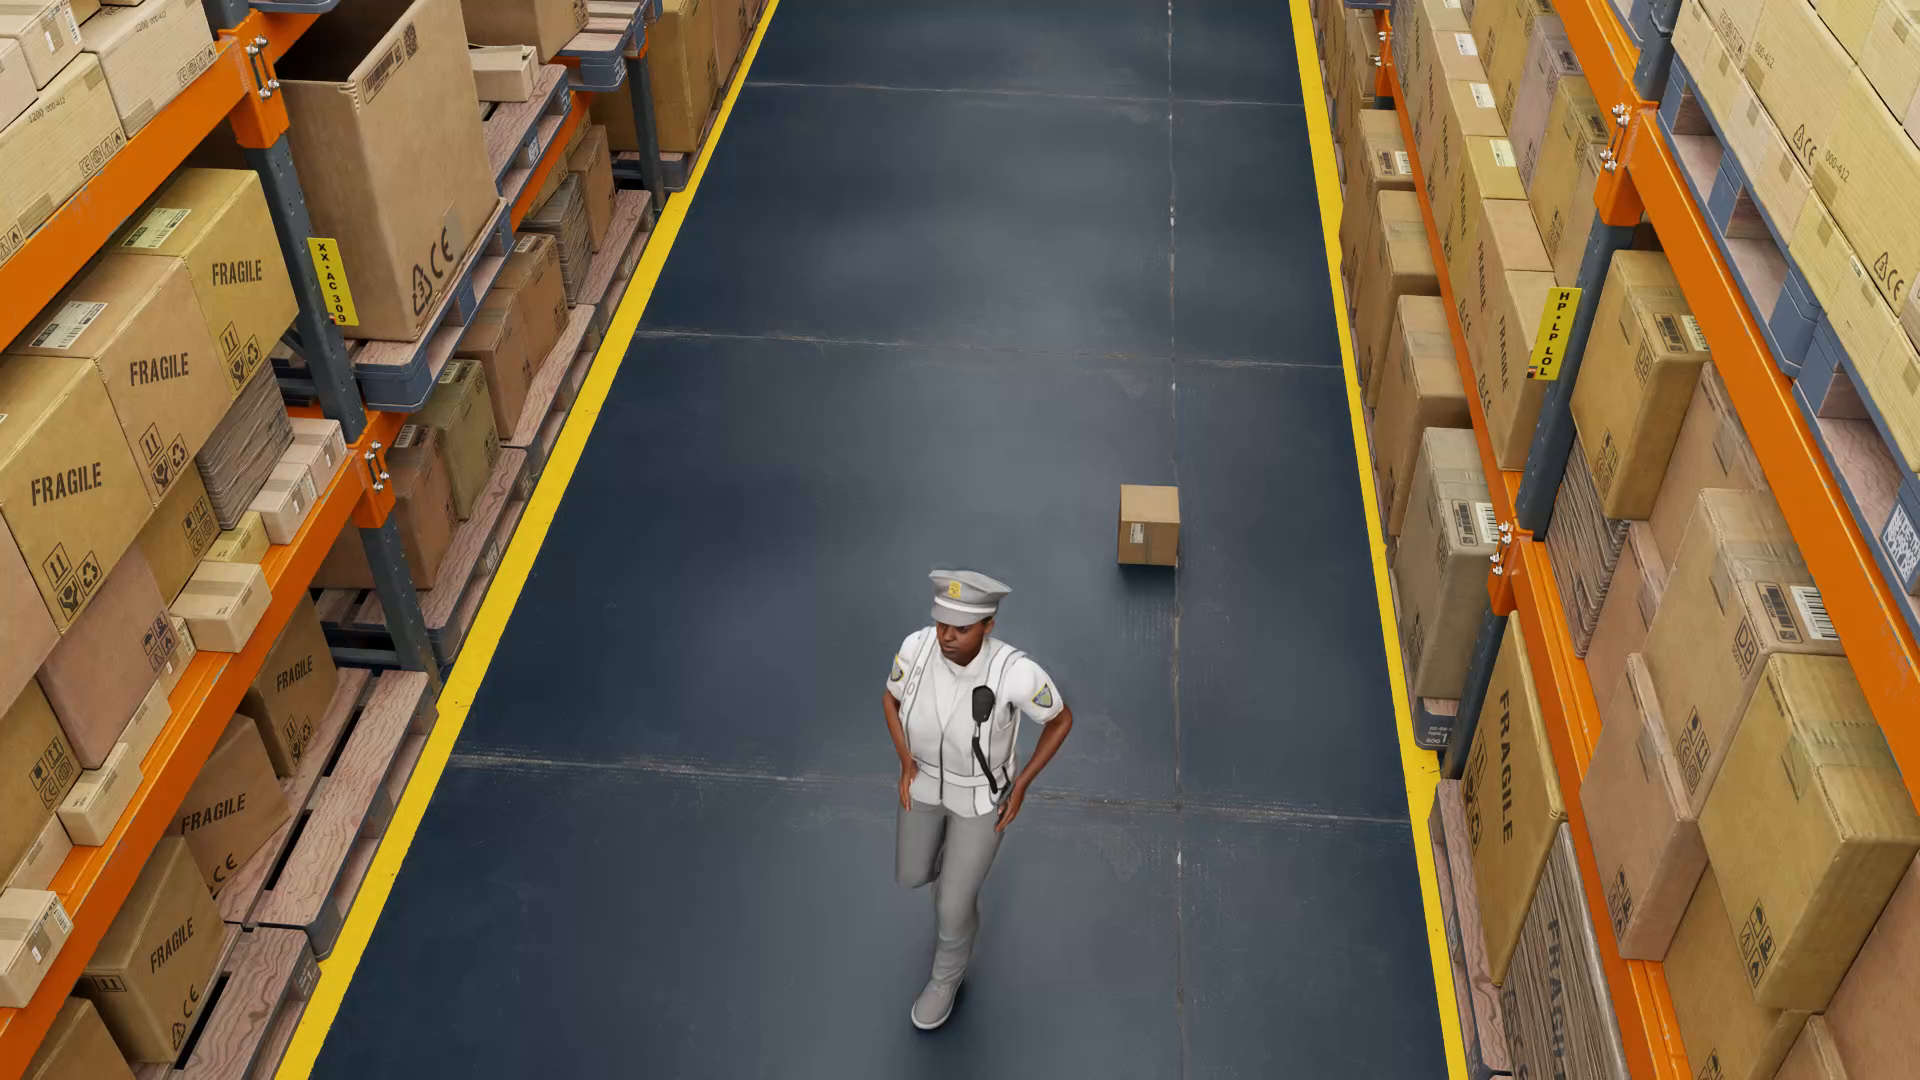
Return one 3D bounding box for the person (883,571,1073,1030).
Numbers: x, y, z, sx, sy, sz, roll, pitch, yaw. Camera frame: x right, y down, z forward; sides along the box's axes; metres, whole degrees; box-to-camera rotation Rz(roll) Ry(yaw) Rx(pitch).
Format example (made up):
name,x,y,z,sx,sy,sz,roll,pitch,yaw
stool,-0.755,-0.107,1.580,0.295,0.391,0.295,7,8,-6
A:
name,x,y,z,sx,sy,sz,roll,pitch,yaw
person,-0.004,0.784,5.213,0.592,1.662,0.698,18,43,20
